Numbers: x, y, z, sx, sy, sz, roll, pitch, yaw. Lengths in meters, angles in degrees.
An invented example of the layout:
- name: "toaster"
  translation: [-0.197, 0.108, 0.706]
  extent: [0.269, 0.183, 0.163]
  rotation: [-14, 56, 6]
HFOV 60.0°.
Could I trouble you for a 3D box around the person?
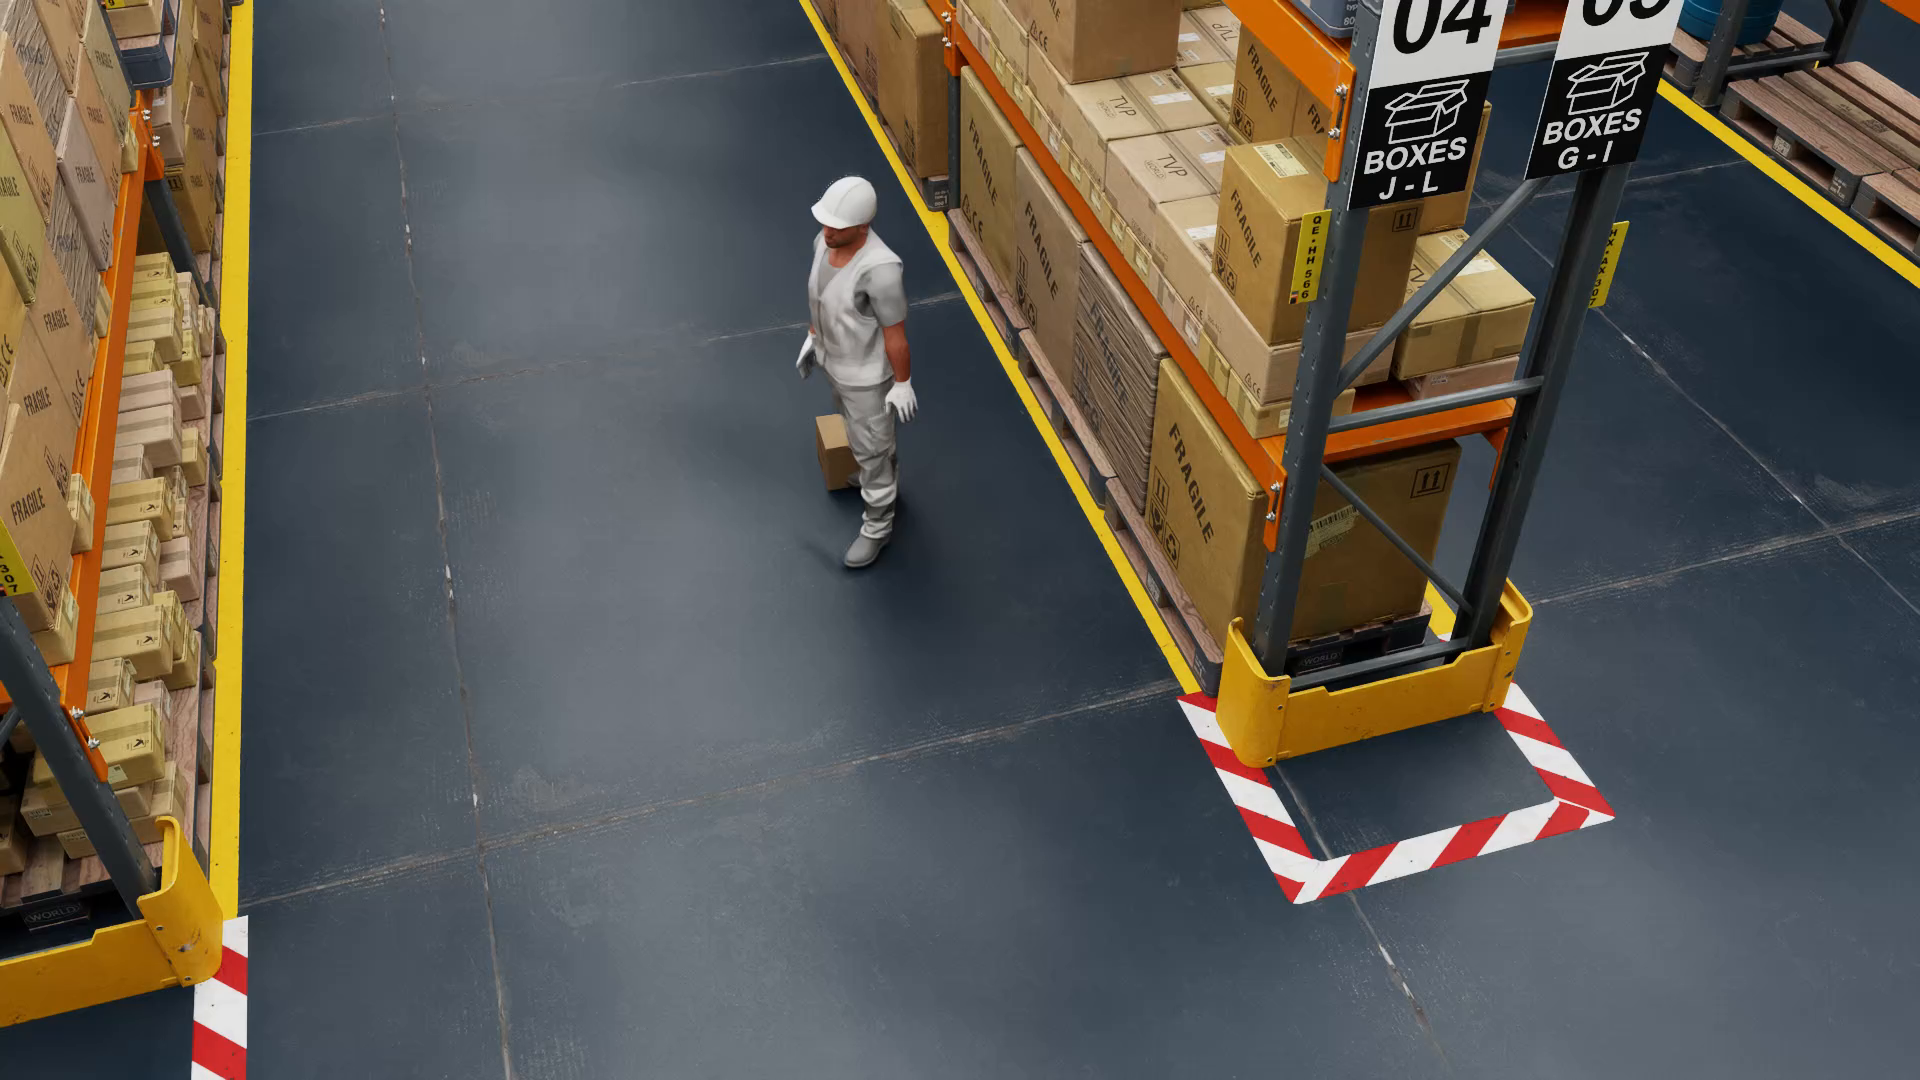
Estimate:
- name: "person"
  translation: [-0.434, -0.758, 6.972]
  extent: [0.472, 1.789, 0.671]
  rotation: [-22, 46, -22]
